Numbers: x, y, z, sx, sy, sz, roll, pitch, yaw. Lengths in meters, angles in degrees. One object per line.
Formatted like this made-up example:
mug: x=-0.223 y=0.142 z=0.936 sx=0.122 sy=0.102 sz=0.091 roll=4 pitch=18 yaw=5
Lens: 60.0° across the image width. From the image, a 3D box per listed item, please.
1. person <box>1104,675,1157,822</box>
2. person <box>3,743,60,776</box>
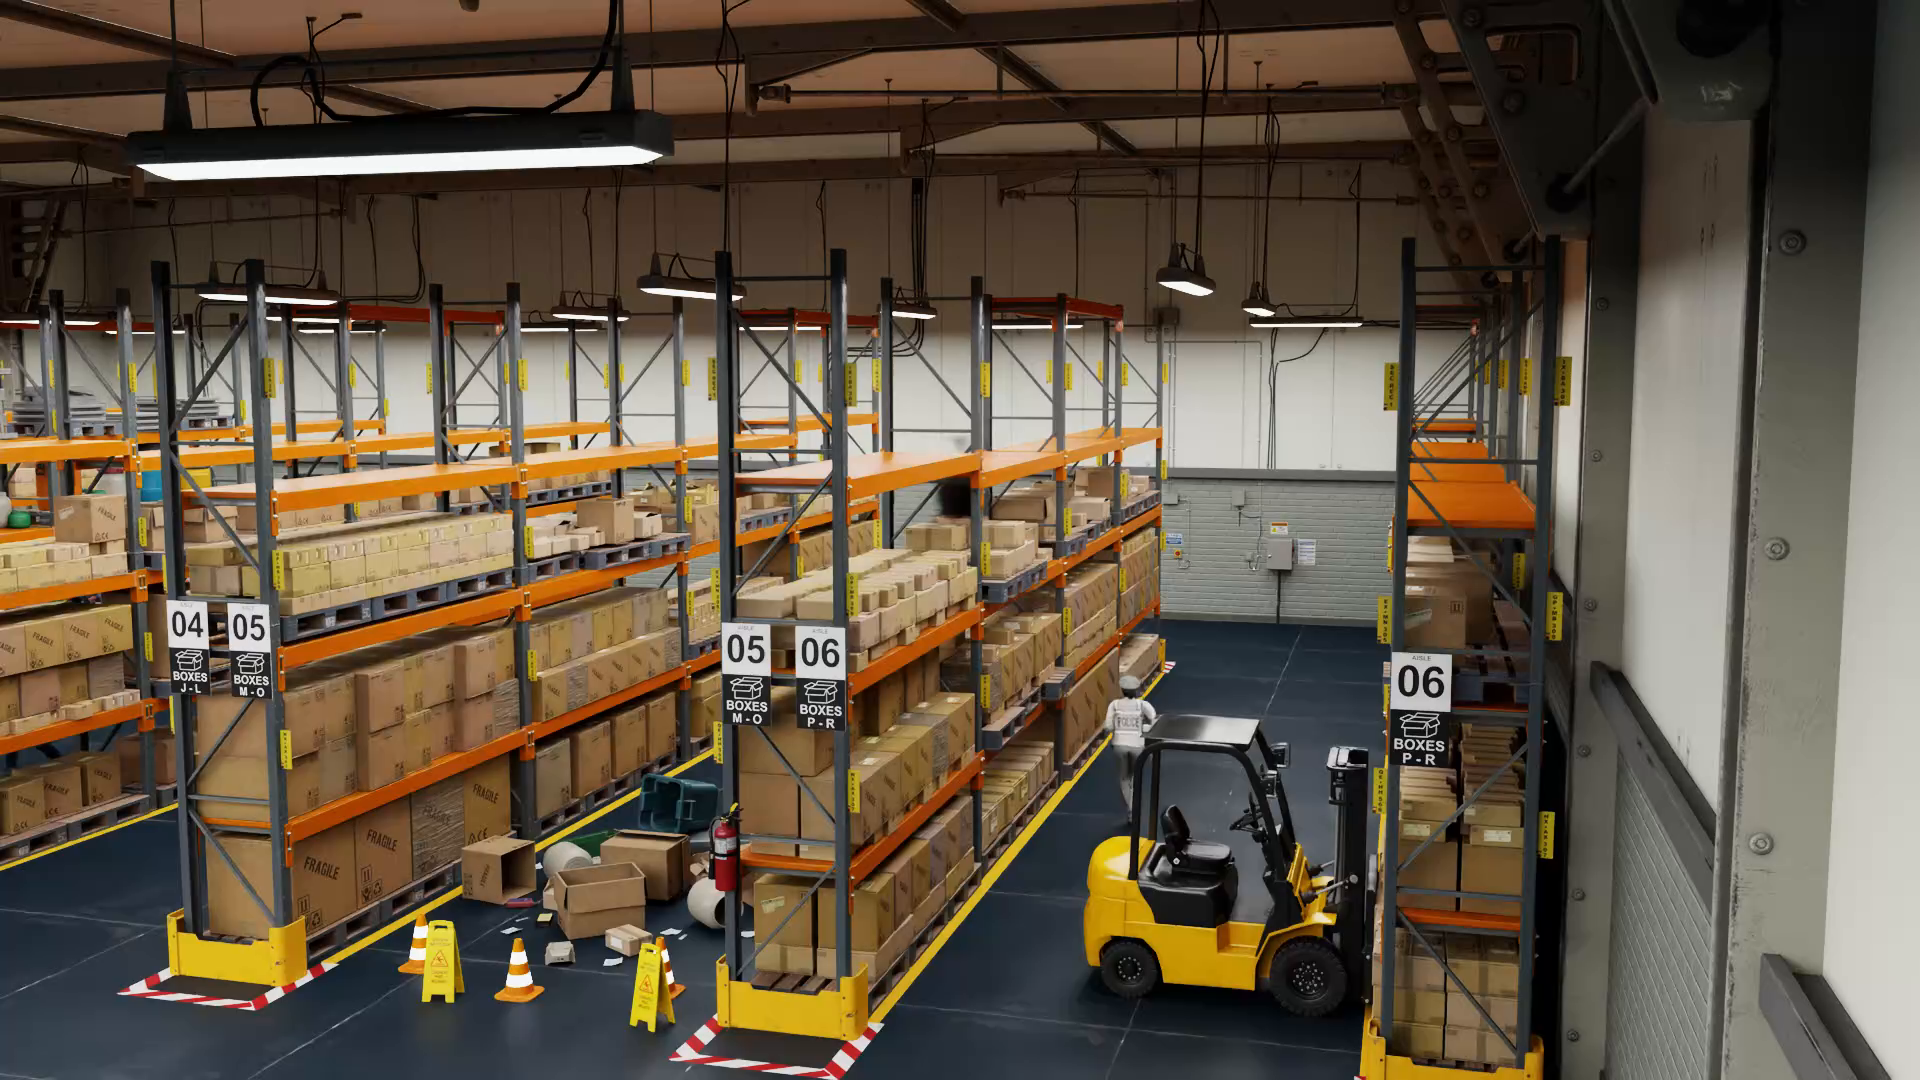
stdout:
person: x=1.950 y=2.366 z=18.942 sx=0.619 sy=1.621 sz=0.674 roll=0 pitch=6 yaw=2
person: x=-11.520 y=2.204 z=20.488 sx=0.571 sy=1.621 sz=0.869 roll=1 pitch=6 yaw=11
